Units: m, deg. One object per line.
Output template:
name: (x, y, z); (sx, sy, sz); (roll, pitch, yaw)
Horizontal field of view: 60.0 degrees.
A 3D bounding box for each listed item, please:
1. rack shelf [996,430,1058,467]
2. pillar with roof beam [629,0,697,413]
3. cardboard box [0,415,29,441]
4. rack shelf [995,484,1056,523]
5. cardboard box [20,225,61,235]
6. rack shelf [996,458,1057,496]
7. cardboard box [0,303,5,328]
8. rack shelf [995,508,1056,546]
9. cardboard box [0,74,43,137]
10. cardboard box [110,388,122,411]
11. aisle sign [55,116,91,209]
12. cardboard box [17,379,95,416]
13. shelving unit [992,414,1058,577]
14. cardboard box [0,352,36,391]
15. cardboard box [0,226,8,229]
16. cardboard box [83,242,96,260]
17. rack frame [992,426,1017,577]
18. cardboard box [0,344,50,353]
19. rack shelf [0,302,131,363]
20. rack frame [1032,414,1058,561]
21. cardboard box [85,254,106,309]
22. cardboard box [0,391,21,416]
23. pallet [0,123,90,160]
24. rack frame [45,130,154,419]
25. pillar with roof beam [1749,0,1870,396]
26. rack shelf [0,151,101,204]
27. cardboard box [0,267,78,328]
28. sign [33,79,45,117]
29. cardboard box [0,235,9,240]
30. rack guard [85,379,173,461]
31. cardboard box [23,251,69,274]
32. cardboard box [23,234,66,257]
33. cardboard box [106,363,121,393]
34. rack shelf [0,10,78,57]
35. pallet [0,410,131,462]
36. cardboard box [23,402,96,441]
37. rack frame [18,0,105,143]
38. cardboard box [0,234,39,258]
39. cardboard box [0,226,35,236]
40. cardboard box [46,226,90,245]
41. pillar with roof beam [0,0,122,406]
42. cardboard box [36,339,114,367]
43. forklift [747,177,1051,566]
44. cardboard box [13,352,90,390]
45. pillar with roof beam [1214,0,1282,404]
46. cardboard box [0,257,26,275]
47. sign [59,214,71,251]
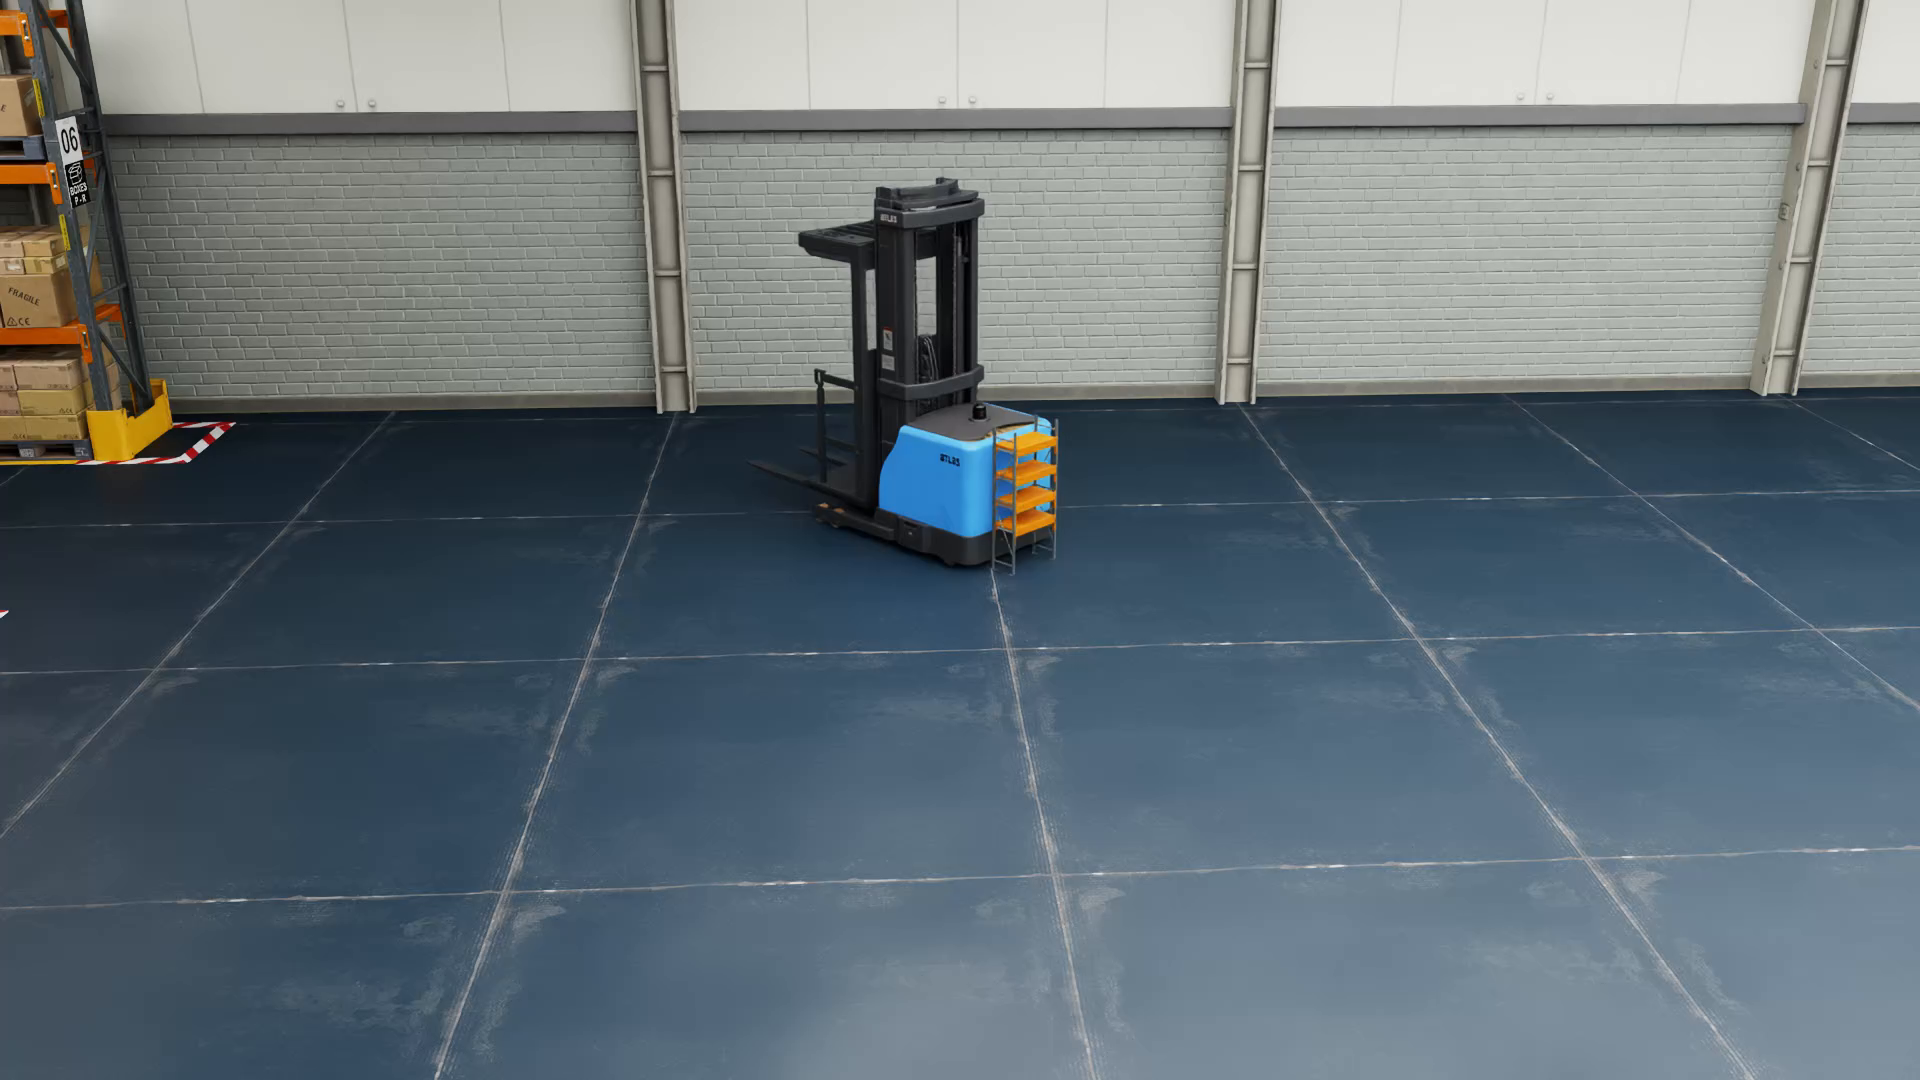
rack shelf: (0.519, -0.727, 13.169); (0.258, 0.148, 0.480); (19, 28, 41)
pillar with roof beam: (-2.767, -4.072, 12.101); (0.400, 9.000, 9.100); (-1, 21, -3)
cardboard box: (-9.204, -1.153, 16.139); (0.500, 0.250, 0.500); (-1, 21, -3)
rack shelf: (0.518, -0.297, 13.334); (0.258, 0.148, 0.480); (19, 28, 41)
cardboard box: (-8.873, -2.945, 16.101); (0.250, 0.149, 0.380); (0, 21, -1)
rack shelf: (0.518, -0.506, 13.254); (0.258, 0.148, 0.480); (19, 28, 41)
cardboard box: (-9.251, -2.306, 15.753); (0.500, 0.500, 0.500); (-1, 21, -1)
rack shelf: (0.518, -0.111, 13.405); (0.258, 0.148, 0.480); (19, 28, 41)
cardboard box: (-8.684, -3.966, 15.167); (0.500, 0.500, 0.500); (0, 21, -1)
cardboard box: (-8.758, -1.341, 16.632); (0.500, 0.250, 0.500); (-1, 21, -3)
aisle sign: (-8.174, -3.482, 15.328); (0.004, 0.787, 0.394); (-1, 21, -3)
cardboard box: (-8.724, -1.394, 16.069); (0.500, 0.250, 0.500); (-1, 21, -4)
shelving unit: (0.518, -0.360, 13.310); (0.258, 1.200, 0.503); (19, 28, 41)
cardboard box: (-9.207, -1.616, 15.950); (0.500, 0.250, 0.500); (-1, 21, -2)
cardboard box: (-9.377, -2.924, 16.048); (0.250, 0.149, 0.380); (-1, 21, -3)
cardboard box: (-8.610, -2.805, 16.152); (0.250, 0.149, 0.380); (-2, 21, -4)
rack frame: (0.348, -0.297, 13.146); (0.240, 1.200, 0.015); (19, 28, 41)
cardboard box: (-9.245, -1.795, 16.419); (0.500, 0.250, 0.500); (-1, 21, -3)
rack shelf: (-10.253, -1.993, 16.083); (4.000, 0.370, 1.077); (-1, 21, -3)
rack frame: (0.688, -0.422, 13.474); (0.240, 1.200, 0.015); (19, 28, 41)
cardboard box: (-8.766, -2.505, 16.276); (0.500, 0.500, 0.500); (0, 21, -1)
cardboard box: (-9.225, -1.388, 16.053); (0.500, 0.250, 0.500); (-1, 21, -4)
pallet: (-8.963, -3.725, 15.530); (1.213, 0.211, 1.003); (-1, 21, -3)
rack frame: (-8.256, -2.370, 16.062); (0.127, 3.000, 1.000); (-1, 21, -3)
pillar with roof beam: (9.214, -4.316, 12.741); (0.400, 9.000, 9.100); (-1, 21, -3)
rack shelf: (-10.253, -3.395, 15.549); (4.000, 0.370, 1.077); (-1, 21, -3)
cardboard box: (-8.732, -2.313, 15.772); (0.500, 0.500, 0.500); (-2, 21, -4)
sign: (-8.239, -3.956, 14.877); (0.005, 0.325, 0.100); (-1, 21, -3)
cardboard box: (-9.106, -2.746, 15.578); (0.250, 0.149, 0.380); (-1, 21, -2)
rack guard: (-8.232, -1.202, 16.508); (0.348, 0.500, 1.175); (-1, 21, -3)
cardboard box: (-8.586, -2.613, 15.648); (0.250, 0.149, 0.380); (-1, 21, -2)
cardboard box: (-8.602, -2.777, 15.660); (0.250, 0.149, 0.380); (-1, 21, -3)
cardboard box: (-8.737, -1.579, 16.556); (0.500, 0.250, 0.500); (-1, 21, -2)
rack shelf: (-10.253, -4.610, 15.087); (4.000, 0.370, 1.077); (-1, 21, -3)
pallet: (-9.017, -1.036, 16.478); (1.213, 0.211, 1.003); (-1, 21, -3)
cardboard box: (-8.707, -1.159, 16.156); (0.500, 0.250, 0.500); (-1, 21, -3)
rack frame: (-8.256, -5.174, 14.994); (0.127, 3.000, 1.000); (-1, 21, -3)
cardboard box: (-8.846, -2.761, 15.618); (0.250, 0.149, 0.380); (-1, 21, -3)
cardboard box: (-9.130, -2.924, 16.047); (0.250, 0.149, 0.380); (-1, 21, -2)
cardboard box: (-8.604, -2.928, 16.057); (0.250, 0.149, 0.380); (-2, 21, -4)
pillar with roof beam: (-8.757, -3.950, 11.781); (0.400, 9.000, 9.100); (-1, 21, -3)
cardboard box: (-8.747, -1.806, 16.449); (0.500, 0.250, 0.500); (-1, 21, -4)
forklift: (-0.644, -1.592, 14.115); (3.031, 2.935, 1.130); (19, 28, 41)
cardboard box: (-8.698, -1.628, 15.983); (0.500, 0.250, 0.500); (0, 21, -1)
pillar with roof beam: (3.224, -4.194, 12.421); (0.400, 9.000, 9.100); (-1, 21, -3)
cardboard box: (-8.840, -2.598, 15.607); (0.250, 0.149, 0.380); (-1, 21, -2)
sign: (-8.239, -2.829, 15.306); (0.005, 0.325, 0.100); (-1, 21, -3)
